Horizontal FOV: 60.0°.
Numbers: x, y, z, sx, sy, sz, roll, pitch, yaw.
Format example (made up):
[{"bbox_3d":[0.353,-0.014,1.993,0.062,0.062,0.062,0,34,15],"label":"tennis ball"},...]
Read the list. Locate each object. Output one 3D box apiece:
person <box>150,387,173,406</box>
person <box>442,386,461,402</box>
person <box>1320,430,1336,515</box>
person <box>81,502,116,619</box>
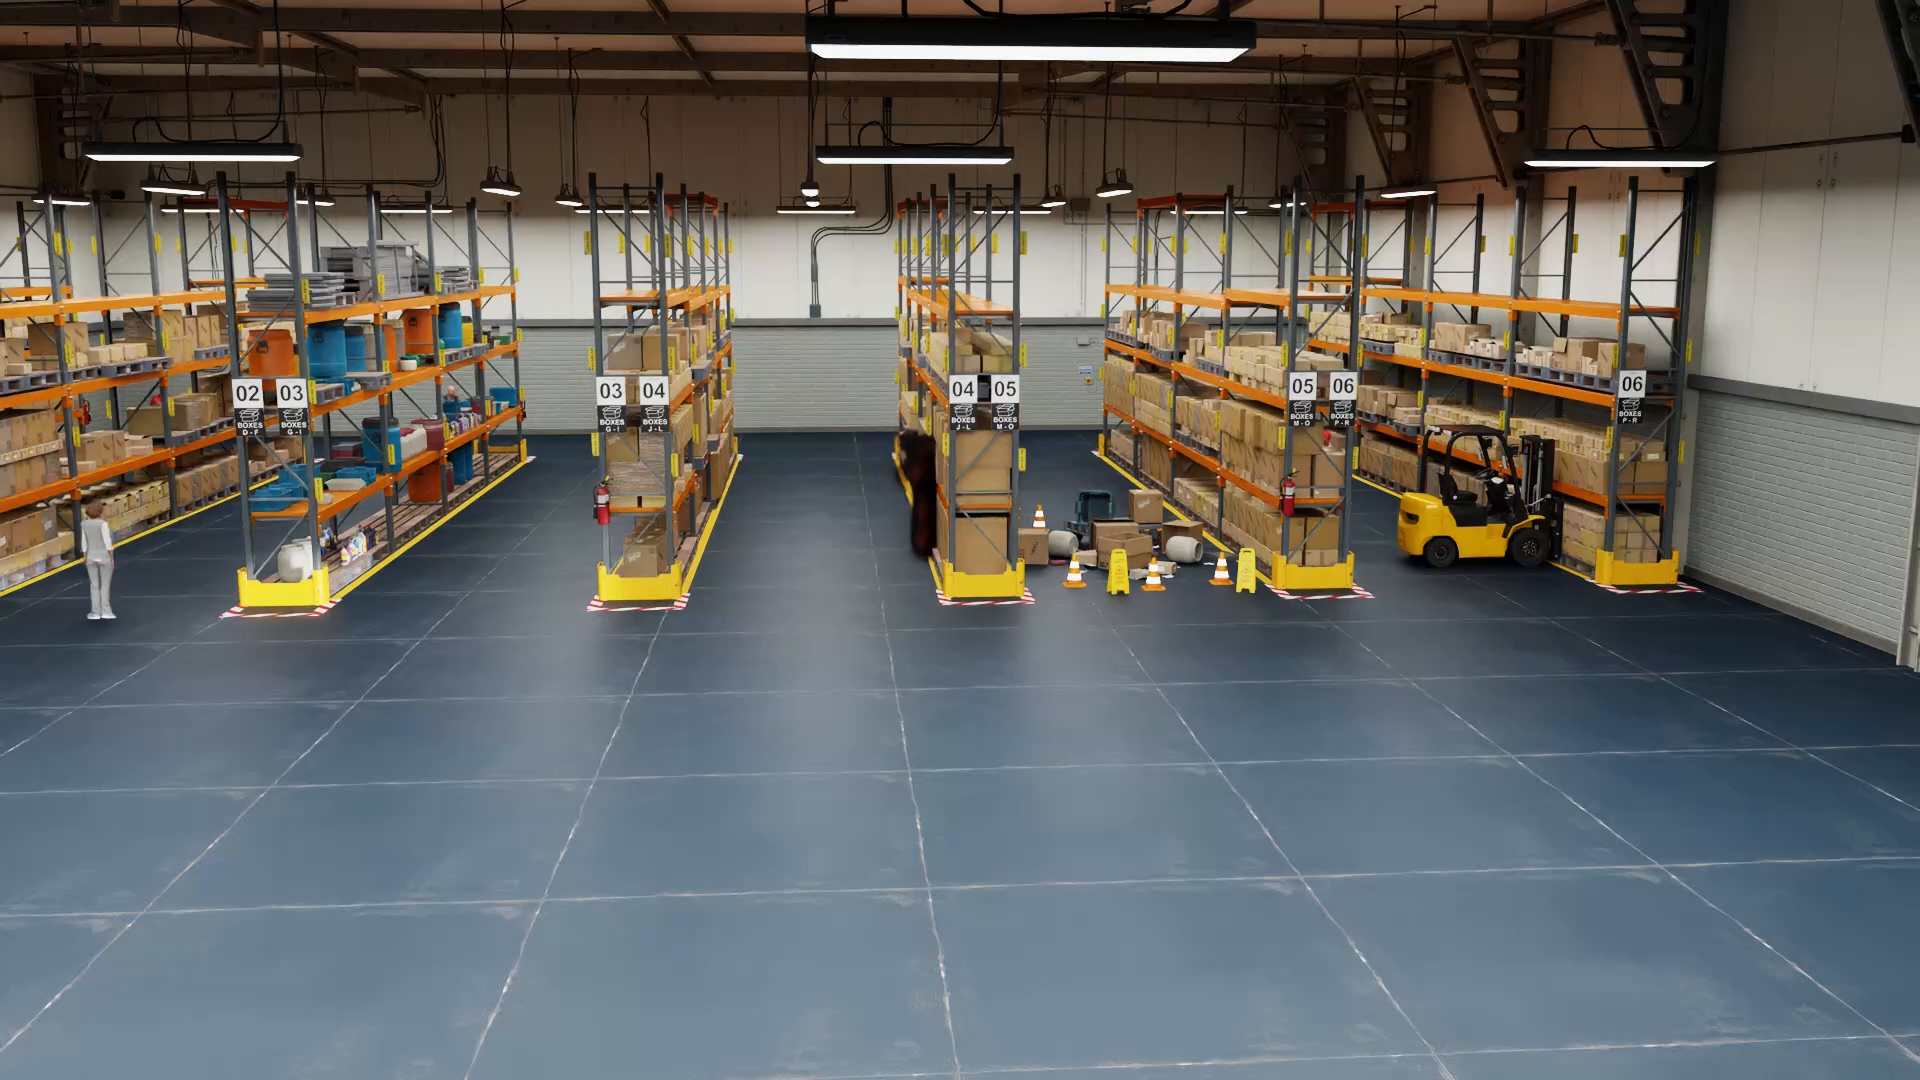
[{"bbox_3d":[-19.347,-2.921,40.386,0.701,1.677,1.060,-2,10,-10],"label":"person"},{"bbox_3d":[-12.246,-2.862,39.977,0.523,1.680,0.964,-3,10,-14],"label":"person"},{"bbox_3d":[6.511,-1.067,29.645,0.460,1.794,0.564,4,11,19],"label":"person"},{"bbox_3d":[-11.665,0.287,22.508,0.464,1.619,0.351,0,10,2],"label":"person"}]
